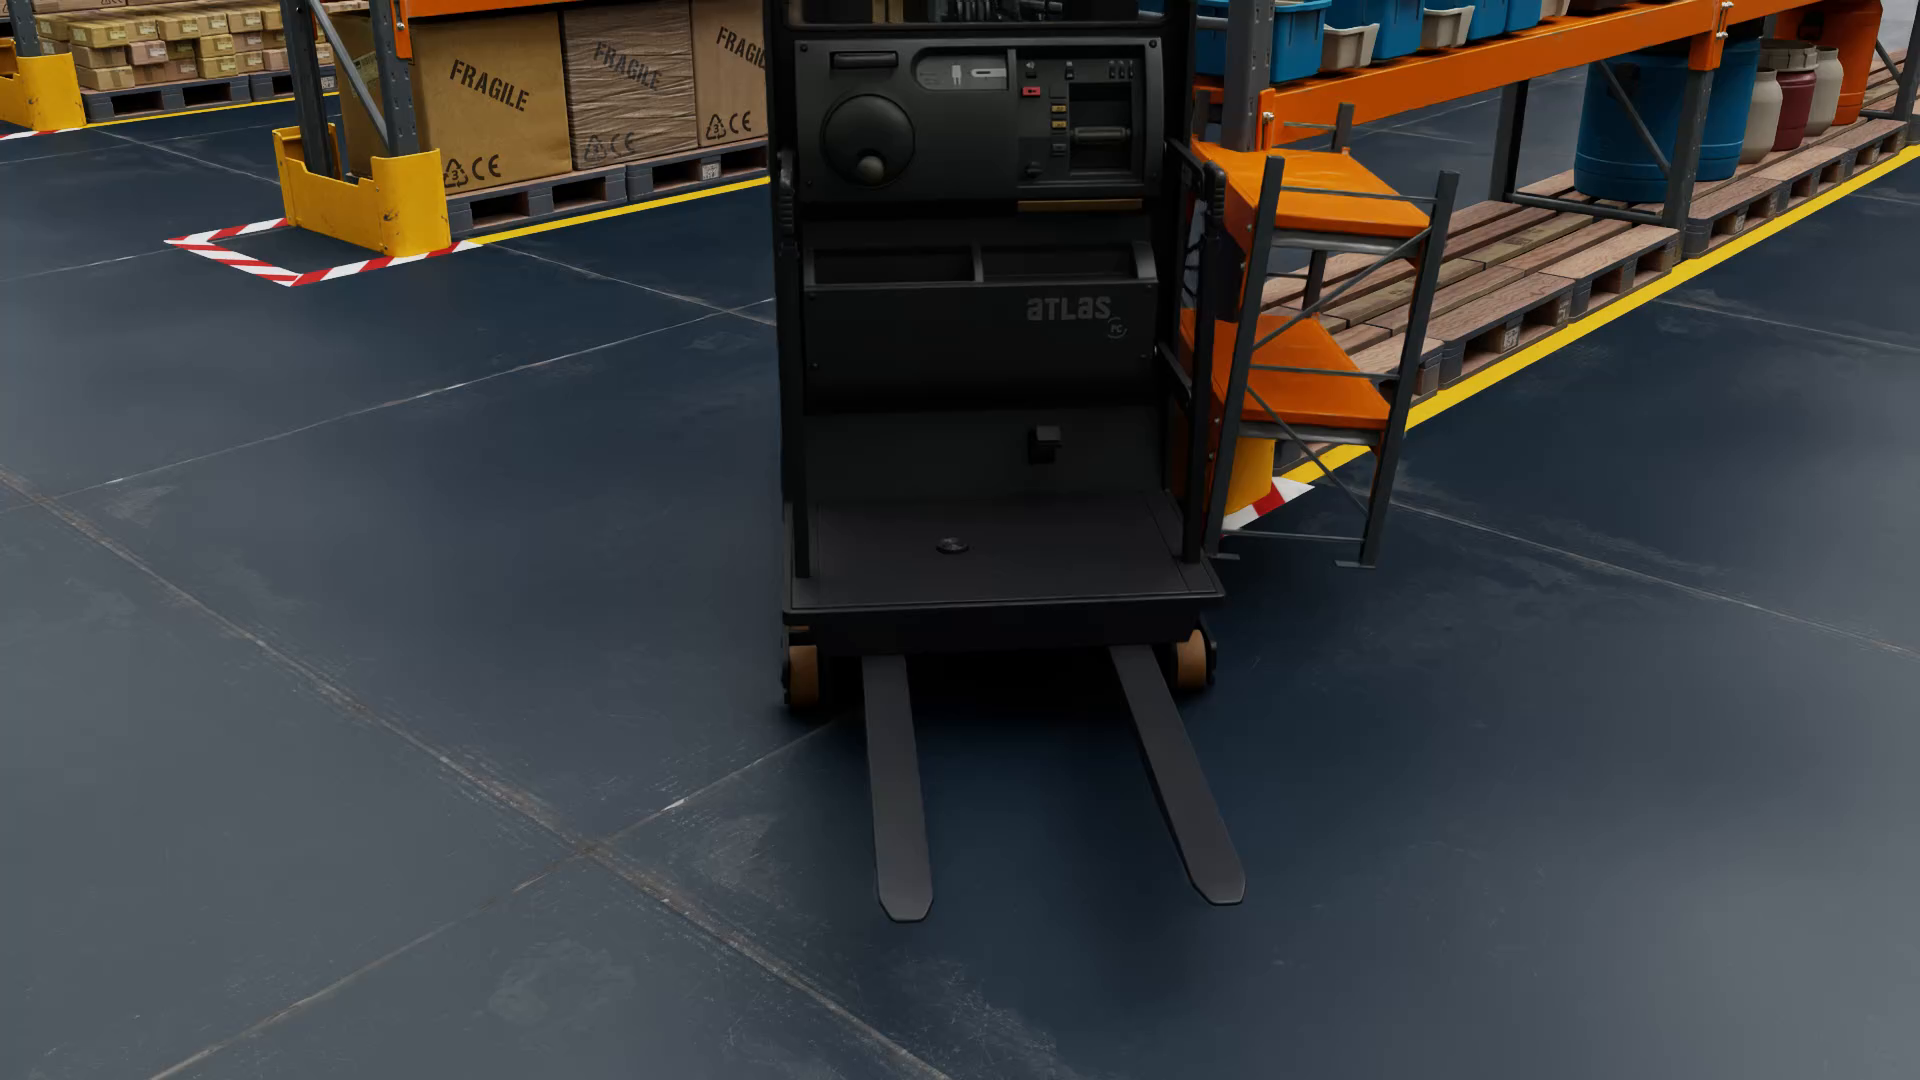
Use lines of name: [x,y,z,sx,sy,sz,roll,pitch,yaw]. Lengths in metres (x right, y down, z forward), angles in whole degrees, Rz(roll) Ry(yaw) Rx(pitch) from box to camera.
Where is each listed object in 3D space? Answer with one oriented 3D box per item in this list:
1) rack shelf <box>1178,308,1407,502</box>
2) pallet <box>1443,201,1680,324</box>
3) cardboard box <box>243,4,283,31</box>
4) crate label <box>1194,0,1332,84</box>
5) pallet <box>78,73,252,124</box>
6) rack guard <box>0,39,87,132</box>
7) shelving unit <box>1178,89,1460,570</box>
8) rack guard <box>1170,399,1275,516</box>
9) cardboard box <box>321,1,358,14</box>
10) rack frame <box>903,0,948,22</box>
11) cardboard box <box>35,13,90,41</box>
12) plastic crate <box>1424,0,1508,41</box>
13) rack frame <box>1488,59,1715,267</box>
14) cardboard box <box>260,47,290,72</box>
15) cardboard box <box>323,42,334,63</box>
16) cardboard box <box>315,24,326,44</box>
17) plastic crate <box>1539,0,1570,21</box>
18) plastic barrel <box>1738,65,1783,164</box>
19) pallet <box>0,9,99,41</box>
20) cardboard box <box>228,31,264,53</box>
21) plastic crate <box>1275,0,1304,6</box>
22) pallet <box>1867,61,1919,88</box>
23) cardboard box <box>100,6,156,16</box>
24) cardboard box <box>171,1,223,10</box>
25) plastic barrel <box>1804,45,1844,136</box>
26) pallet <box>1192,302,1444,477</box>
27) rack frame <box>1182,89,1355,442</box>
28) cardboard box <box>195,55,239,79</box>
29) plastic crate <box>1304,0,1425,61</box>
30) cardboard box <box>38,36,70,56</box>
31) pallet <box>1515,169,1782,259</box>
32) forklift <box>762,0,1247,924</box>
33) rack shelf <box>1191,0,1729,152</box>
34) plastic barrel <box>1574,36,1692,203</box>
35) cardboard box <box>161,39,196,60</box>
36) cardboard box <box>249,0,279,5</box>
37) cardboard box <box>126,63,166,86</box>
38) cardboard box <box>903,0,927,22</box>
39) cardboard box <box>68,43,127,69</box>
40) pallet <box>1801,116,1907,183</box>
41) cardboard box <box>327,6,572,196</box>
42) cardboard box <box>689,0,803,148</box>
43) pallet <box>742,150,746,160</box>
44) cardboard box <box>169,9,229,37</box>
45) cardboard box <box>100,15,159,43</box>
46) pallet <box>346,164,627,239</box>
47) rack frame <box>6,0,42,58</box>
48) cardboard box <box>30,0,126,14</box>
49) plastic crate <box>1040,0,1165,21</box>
rack shelf: [0.932,-0.437,5.044,0.538,0.278,1.000,4,24,-5]
pallet: [2.742,-1.370,8.048,1.003,0.211,1.213,20,31,38]
cardboard box: [-5.314,-4.032,12.820,0.380,0.149,0.250,21,31,38]
crate label: [0.944,-1.595,5.272,0.416,0.233,0.303,20,31,38]
pallet: [-6.161,-3.385,12.541,1.003,0.211,1.213,20,31,38]
rack guard: [-6.729,-3.279,11.952,1.175,0.500,0.348,20,31,38]
shelving unit: [0.955,-0.659,4.944,0.538,1.125,1.048,4,24,-5]
rack guard: [0.528,-0.507,5.770,1.175,0.500,0.348,20,31,38]
cardboard box: [-4.970,-4.180,13.151,0.380,0.149,0.250,19,30,36]
rack frame: [-0.484,-4.230,11.018,1.000,3.000,0.127,20,31,38]
cardboard box: [-6.616,-3.789,12.278,0.380,0.149,0.250,21,31,38]
plastic crate: [1.823,-1.996,6.167,0.416,0.233,0.300,20,31,38]
rack frame: [3.204,-2.877,8.001,1.000,3.000,0.127,20,31,38]
cardboard box: [-5.335,-3.743,12.902,0.380,0.149,0.250,18,30,35]
cardboard box: [-5.033,-3.917,13.290,0.380,0.149,0.250,21,32,38]
cardboard box: [-5.221,-4.008,13.130,0.380,0.149,0.250,22,32,40]
plastic crate: [2.266,-2.172,6.677,0.293,0.136,0.466,20,31,38]
plastic barrel: [4.496,-2.458,9.594,0.421,0.512,0.421,0,24,0]
pallet: [-9.244,-5.080,16.321,1.003,0.211,1.213,20,31,38]
cardboard box: [-5.559,-3.834,12.743,0.380,0.149,0.250,18,30,35]
plastic crate: [1.148,-1.948,6.177,0.396,0.136,0.243,20,31,38]
pallet: [7.234,-3.419,12.618,1.003,0.211,1.213,20,31,38]
cardboard box: [-6.327,-3.963,12.668,0.380,0.149,0.250,19,31,36]
cardboard box: [-5.969,-4.122,13.021,0.380,0.149,0.250,22,32,39]
plastic barrel: [5.250,-2.802,10.361,0.421,0.512,0.421,0,24,0]
pallet: [1.114,-0.627,6.390,1.003,0.211,1.213,20,31,38]
rack frame: [0.931,-0.868,5.407,0.500,1.125,0.032,4,24,-5]
cardboard box: [-5.665,-3.587,12.555,0.380,0.149,0.250,21,31,38]
plastic crate: [1.384,-1.796,5.720,0.416,0.233,0.300,20,31,38]
cardboard box: [-6.640,-3.662,12.358,0.380,0.149,0.250,19,30,36]
pallet: [3.750,-1.829,9.071,1.003,0.211,1.213,20,31,38]
forklift: [0.073,-1.049,4.007,1.130,2.935,3.031,-2,24,-5]
rack shelf: [1.869,-1.940,6.789,1.077,0.370,4.000,20,31,38]
plastic barrel: [3.580,-2.273,8.704,0.600,0.901,0.708,20,31,38]
cardboard box: [-5.917,-3.679,12.397,0.380,0.149,0.250,21,31,38]
cardboard box: [-5.557,-4.260,13.328,0.380,0.149,0.250,20,31,38]
cardboard box: [-6.078,-3.461,12.275,0.380,0.149,0.250,20,31,37]
cardboard box: [-0.072,-3.652,11.813,1.225,0.875,0.875,20,31,38]
cardboard box: [-6.239,-3.512,12.025,0.380,0.149,0.250,22,32,40]
pallet: [5.379,-2.572,10.729,1.003,0.211,1.213,20,31,38]
cardboard box: [-2.786,-2.450,9.132,0.875,0.875,0.875,20,31,38]
cardboard box: [-1.585,-2.999,10.355,0.875,0.875,0.875,20,31,38]
pallet: [-1.050,-2.747,11.119,1.003,0.211,1.213,20,31,38]
cardboard box: [-5.716,-3.882,12.486,0.380,0.149,0.250,18,30,35]
cardboard box: [-6.083,-3.742,12.174,0.380,0.149,0.250,21,31,38]
pallet: [-2.679,-2.004,9.461,1.003,0.211,1.213,20,31,38]
rack frame: [-6.780,-4.396,11.389,1.000,3.000,0.127,20,31,38]
cardboard box: [-8.960,-5.523,16.521,0.875,0.438,0.875,19,30,36]
plastic crate: [0.619,-1.855,5.605,0.616,0.435,0.499,20,31,38]
